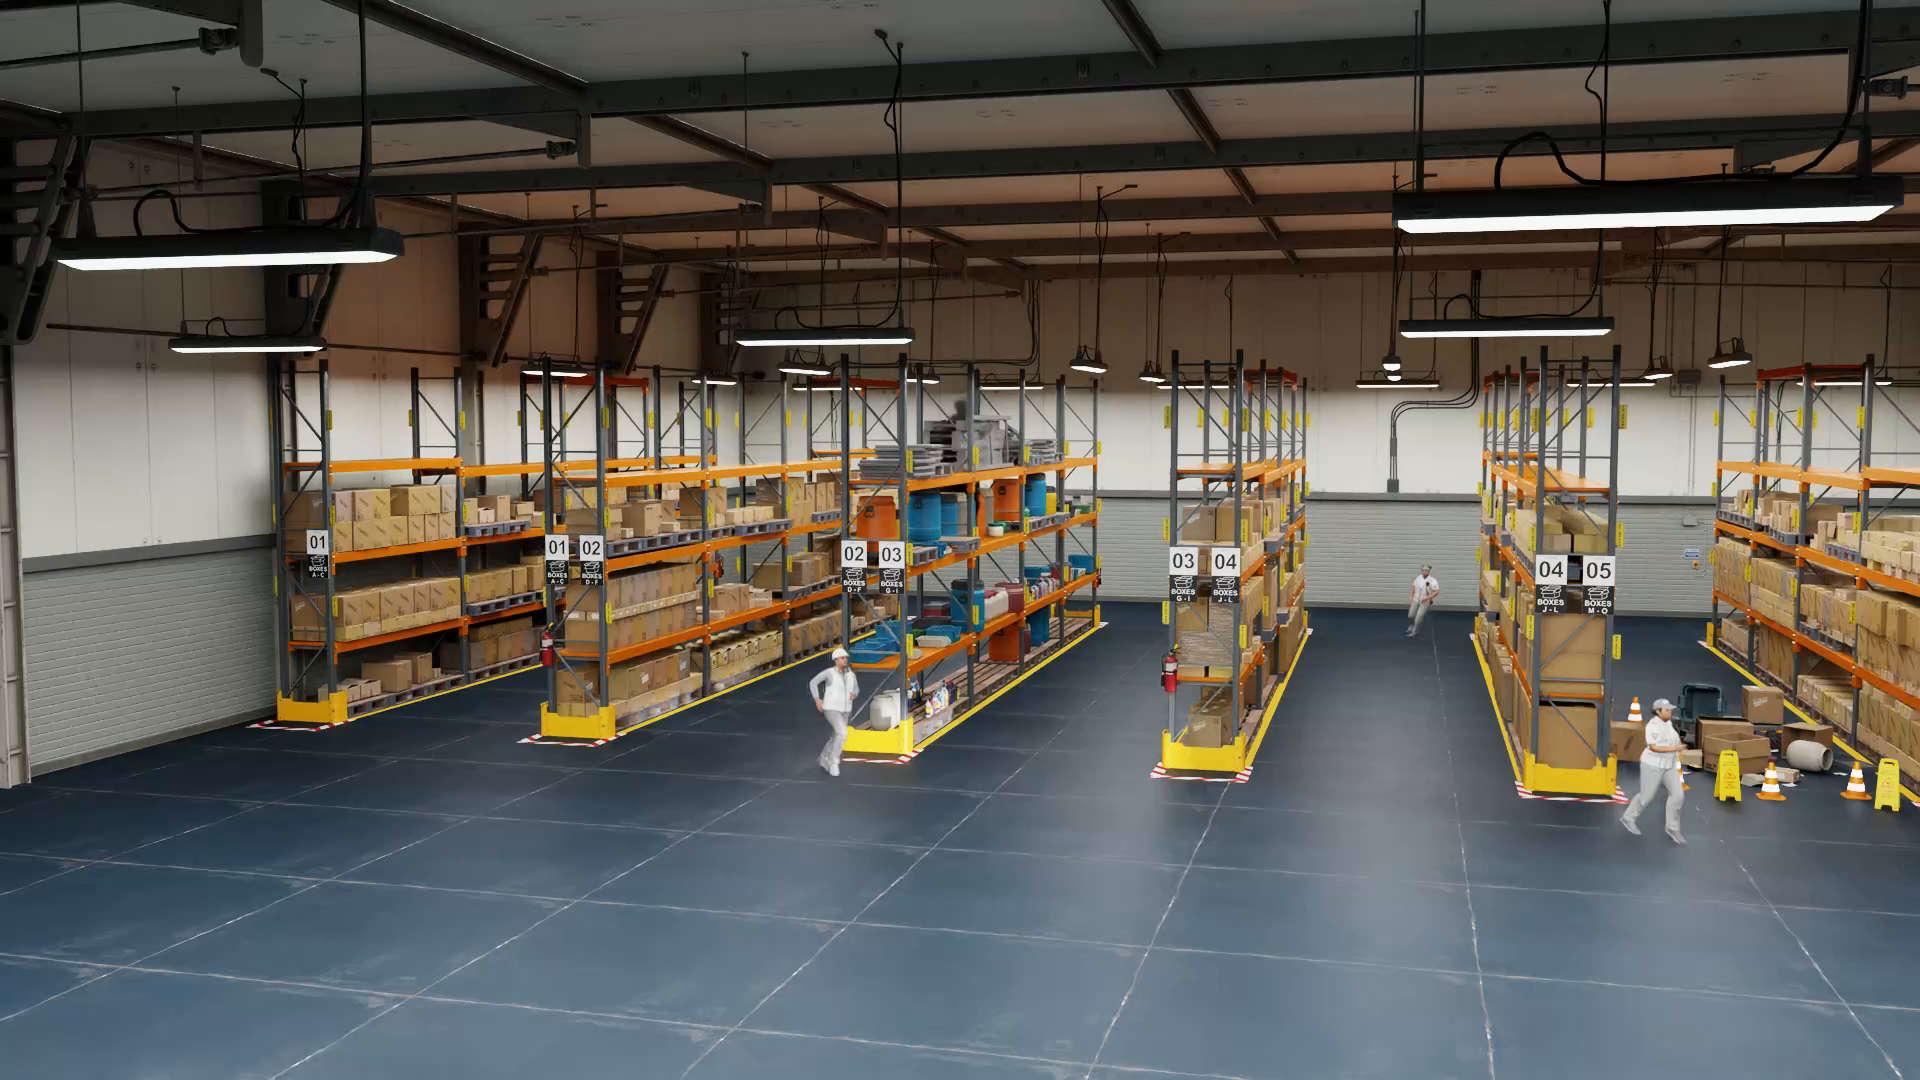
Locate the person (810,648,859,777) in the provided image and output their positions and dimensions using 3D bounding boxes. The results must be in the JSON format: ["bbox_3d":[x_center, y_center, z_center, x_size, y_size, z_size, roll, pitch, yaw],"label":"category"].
[{"bbox_3d":[-1.736,2.435,23.671,0.678,1.793,0.651,4,6,43],"label":"person"}]

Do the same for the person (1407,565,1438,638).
[{"bbox_3d":[10.630,1.403,38.288,0.799,1.709,0.593,3,5,38],"label":"person"}]

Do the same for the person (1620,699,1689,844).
[{"bbox_3d":[8.310,2.749,19.846,0.595,1.736,0.795,-3,5,-37],"label":"person"}]
